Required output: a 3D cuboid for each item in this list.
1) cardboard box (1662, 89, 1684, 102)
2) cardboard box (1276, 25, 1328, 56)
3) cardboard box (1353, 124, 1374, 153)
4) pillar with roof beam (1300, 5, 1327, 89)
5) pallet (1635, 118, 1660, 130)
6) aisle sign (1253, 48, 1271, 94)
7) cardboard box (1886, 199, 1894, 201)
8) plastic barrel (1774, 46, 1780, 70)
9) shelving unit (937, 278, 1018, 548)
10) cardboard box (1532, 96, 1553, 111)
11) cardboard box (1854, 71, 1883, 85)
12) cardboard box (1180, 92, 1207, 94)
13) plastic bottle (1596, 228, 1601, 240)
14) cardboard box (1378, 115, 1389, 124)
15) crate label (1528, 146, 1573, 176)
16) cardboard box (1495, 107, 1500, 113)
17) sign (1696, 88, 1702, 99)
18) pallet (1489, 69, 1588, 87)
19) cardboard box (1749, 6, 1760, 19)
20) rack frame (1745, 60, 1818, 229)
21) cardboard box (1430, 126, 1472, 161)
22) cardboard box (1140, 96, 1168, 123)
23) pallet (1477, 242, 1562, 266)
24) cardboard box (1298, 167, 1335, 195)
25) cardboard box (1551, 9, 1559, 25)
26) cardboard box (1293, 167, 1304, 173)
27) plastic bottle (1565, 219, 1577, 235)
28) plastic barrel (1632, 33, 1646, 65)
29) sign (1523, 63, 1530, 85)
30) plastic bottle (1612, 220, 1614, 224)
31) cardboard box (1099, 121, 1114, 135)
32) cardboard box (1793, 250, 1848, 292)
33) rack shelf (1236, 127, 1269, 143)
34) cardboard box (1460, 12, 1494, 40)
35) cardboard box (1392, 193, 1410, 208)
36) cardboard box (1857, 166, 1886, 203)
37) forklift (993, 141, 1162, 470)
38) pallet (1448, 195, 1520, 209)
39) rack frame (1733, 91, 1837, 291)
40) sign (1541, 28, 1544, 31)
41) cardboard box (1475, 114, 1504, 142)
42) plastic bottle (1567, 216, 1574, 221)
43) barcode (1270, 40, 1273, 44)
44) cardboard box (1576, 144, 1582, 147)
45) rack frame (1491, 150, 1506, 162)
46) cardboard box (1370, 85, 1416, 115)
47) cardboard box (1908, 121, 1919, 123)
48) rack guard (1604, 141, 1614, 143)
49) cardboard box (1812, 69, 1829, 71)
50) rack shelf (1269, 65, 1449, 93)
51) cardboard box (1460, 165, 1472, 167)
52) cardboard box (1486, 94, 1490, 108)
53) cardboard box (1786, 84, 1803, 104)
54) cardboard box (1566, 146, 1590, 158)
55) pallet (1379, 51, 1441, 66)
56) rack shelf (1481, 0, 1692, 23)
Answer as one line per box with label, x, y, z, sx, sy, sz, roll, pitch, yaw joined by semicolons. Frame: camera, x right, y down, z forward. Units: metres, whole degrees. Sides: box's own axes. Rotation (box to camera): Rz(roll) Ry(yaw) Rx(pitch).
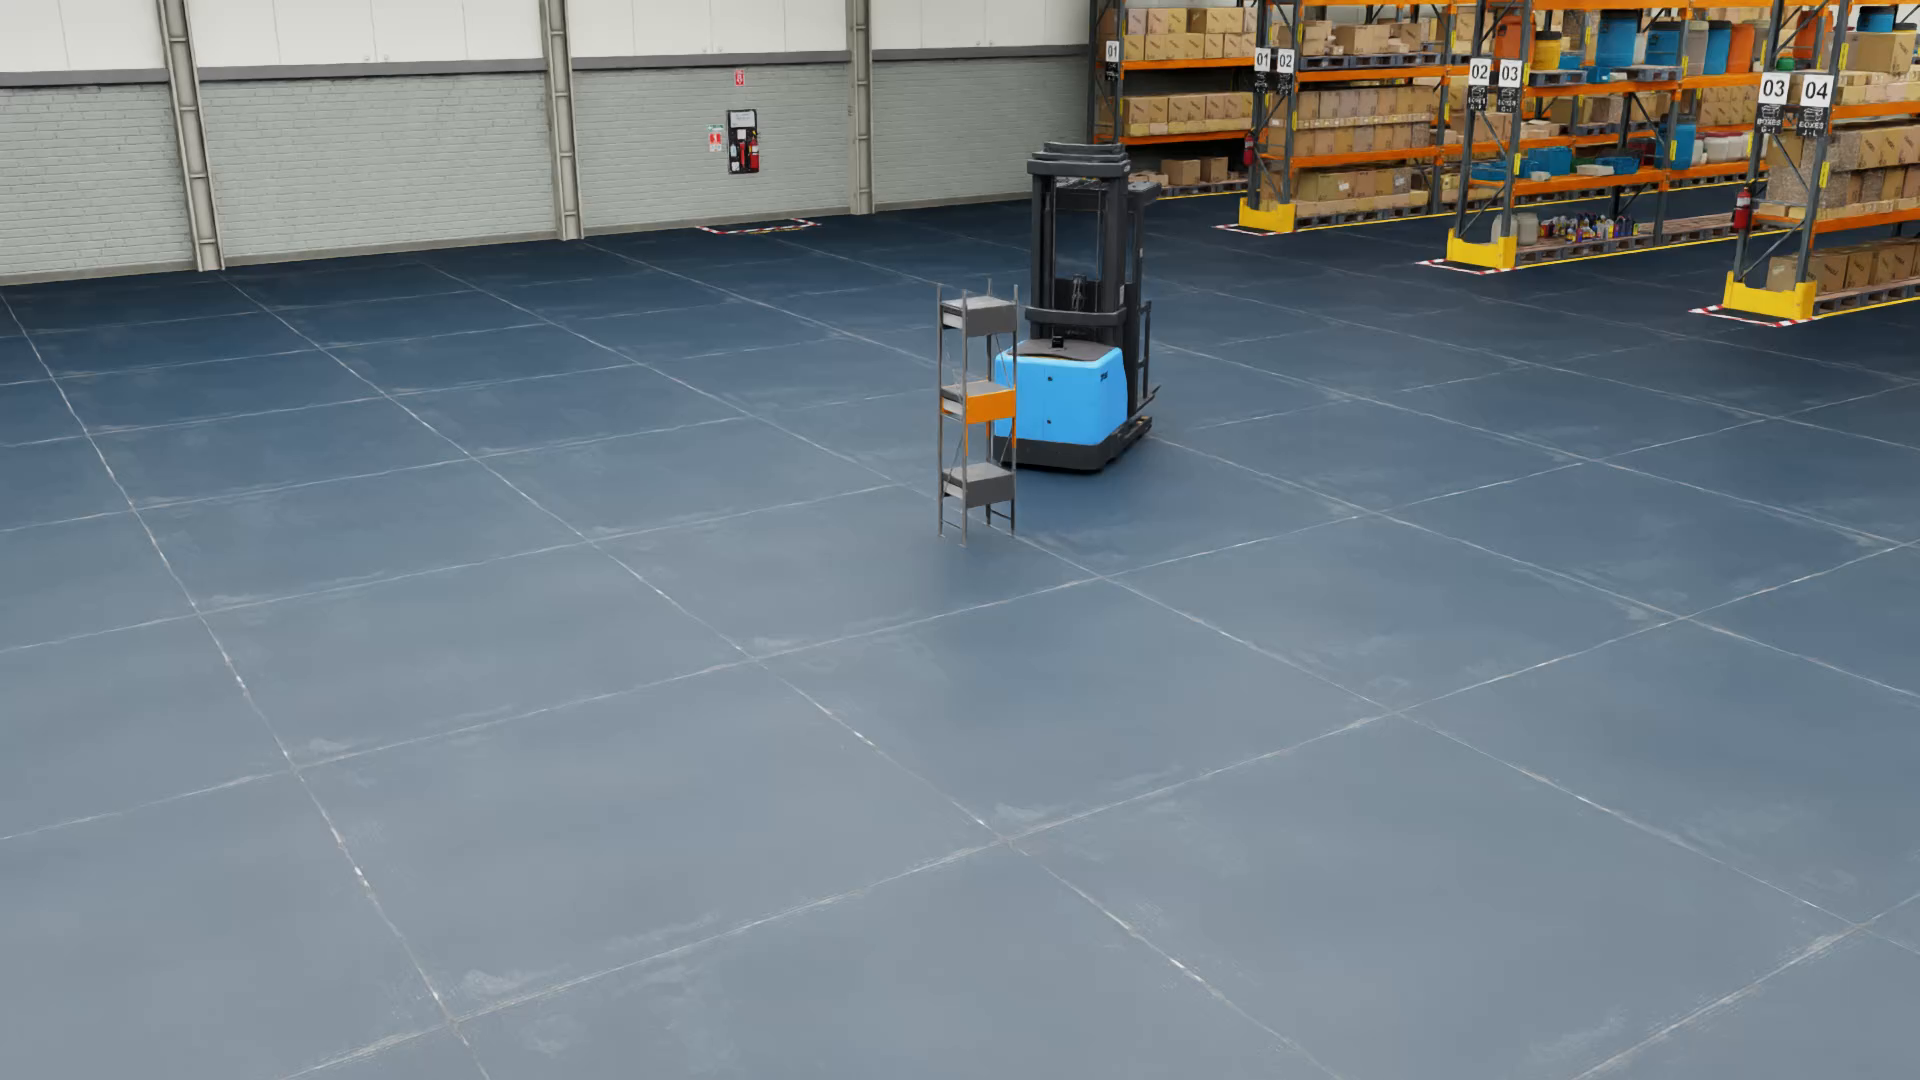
cardboard box;16.004;-10.020;36.983;0.500;0.500;0.500;-12;22;-31
cardboard box;6.184;-9.062;30.148;0.637;0.503;0.797;-10;21;-28
cardboard box;7.390;-7.627;31.465;0.500;0.500;0.700;-11;22;-30
pillar with roof beam;10.462;-11.654;34.164;0.400;9.000;9.100;-12;22;-31
pallet;14.997;-9.138;36.392;1.213;0.211;1.003;-12;22;-31
aisle sign;5.486;-8.526;30.221;0.004;0.787;0.394;-12;22;-31
cardboard box;12.958;-4.762;23.539;0.250;0.149;0.380;-12;22;-31
plastic barrel;14.677;-8.812;30.268;0.421;0.512;0.421;0;19;0
shelving unit;0.138;-1.024;13.495;0.503;2.100;0.431;-12;22;-31
cardboard box;14.071;-11.026;41.206;0.700;0.700;0.980;-13;22;-33
cardboard box;12.184;-6.228;22.413;0.250;0.149;0.380;-11;22;-29
cardboard box;4.954;-9.346;35.739;0.500;0.500;0.500;-11;22;-30
plastic bottle;10.733;-5.152;27.983;0.097;0.201;0.097;0;19;0
cardboard box;7.872;-7.958;31.431;0.250;0.149;0.380;-11;22;-30
crate label;9.812;-6.315;27.685;0.616;0.435;0.502;-12;22;-31
cardboard box;12.870;-10.420;40.245;0.250;0.149;0.380;-12;22;-31
sign;16.032;-9.742;36.068;0.005;0.325;0.100;-12;22;-31
pallet;9.168;-7.353;26.421;1.213;0.211;1.003;-12;22;-31
cardboard box;17.353;-11.647;37.112;0.500;0.500;0.700;-12;22;-31
rack frame;15.105;-7.311;30.686;0.127;3.000;1.000;-12;22;-31
cardboard box;11.784;-9.539;39.978;0.750;0.750;0.750;-11;22;-30
cardboard box;3.957;-8.933;34.517;0.500;0.500;0.500;-12;22;-31
pallet;9.142;-4.748;27.460;1.213;0.211;1.003;-12;22;-31
cardboard box;6.813;-6.833;31.739;0.500;0.500;0.500;-12;22;-31
cardboard box;14.172;-12.759;40.371;0.500;0.500;0.500;-12;22;-33
cardboard box;7.325;-8.519;37.476;0.500;0.500;0.700;-12;22;-32
plastic bottle;10.451;-5.350;28.451;0.135;0.276;0.152;-12;22;-31
plastic barrel;11.296;-8.256;27.967;0.421;0.512;0.421;0;19;0
sign;8.722;-7.179;25.598;0.005;0.325;0.100;-12;22;-31
plastic bottle;11.122;-5.335;28.408;0.135;0.276;0.152;-12;22;-31
cardboard box;3.258;-8.624;34.774;0.500;0.250;0.500;-12;22;-31
cardboard box;12.158;-3.812;23.583;0.500;0.500;0.500;-6;20;-17
rack shelf;7.986;-9.268;37.597;4.000;0.370;1.077;-12;22;-31
cardboard box;10.042;-10.040;32.484;0.500;0.500;0.500;-10;21;-26
cardboard box;8.353;-6.603;32.229;0.500;0.250;0.500;-12;22;-31
cardboard box;12.415;-5.051;23.382;0.500;0.500;0.875;-12;22;-31
forklift;1.324;-2.471;16.478;1.130;2.935;3.031;7;20;20
pallet;10.656;-6.967;34.024;1.213;0.211;1.003;-12;22;-31
rack frame;11.147;-4.577;22.599;0.127;3.000;1.000;-12;22;-31
sign;12.087;-10.448;34.474;0.005;0.325;0.100;-12;22;-31
cardboard box;10.551;-8.291;33.429;0.500;0.500;0.500;-12;22;-31
plastic bottle;10.543;-5.445;28.723;0.133;0.283;0.061;-11;21;-29
barcode;5.689;-9.105;30.404;0.075;0.075;0.001;-12;22;-31
cardboard box;15.390;-10.146;42.321;0.500;0.500;0.700;-12;22;-32
rack frame;12.997;-10.665;40.608;0.127;3.000;1.000;-12;22;-31
cardboard box;8.254;-8.425;31.799;0.500;0.500;0.700;-12;22;-32
cardboard box;13.847;-5.702;23.746;0.500;0.500;0.500;-12;22;-31
rack guard;16.357;-10.190;43.105;0.348;0.500;1.175;-12;22;-31
cardboard box;11.854;-6.391;22.892;0.250;0.149;0.380;-12;22;-31
rack shelf;7.372;-8.660;31.116;4.000;0.370;1.077;-12;22;-31
cardboard box;10.494;-7.510;34.037;0.500;0.311;0.500;-12;22;-32
cardboard box;12.329;-10.622;39.828;0.500;0.500;0.500;-12;22;-31
cardboard box;11.410;-6.080;22.595;0.500;0.250;0.500;-11;22;-30
cardboard box;13.080;-8.254;35.522;0.500;0.250;0.500;-11;22;-29
pallet;8.345;-9.154;31.592;1.213;0.211;1.003;-12;22;-31
rack shelf;10.093;-8.566;26.778;4.000;0.370;1.077;-12;22;-31
